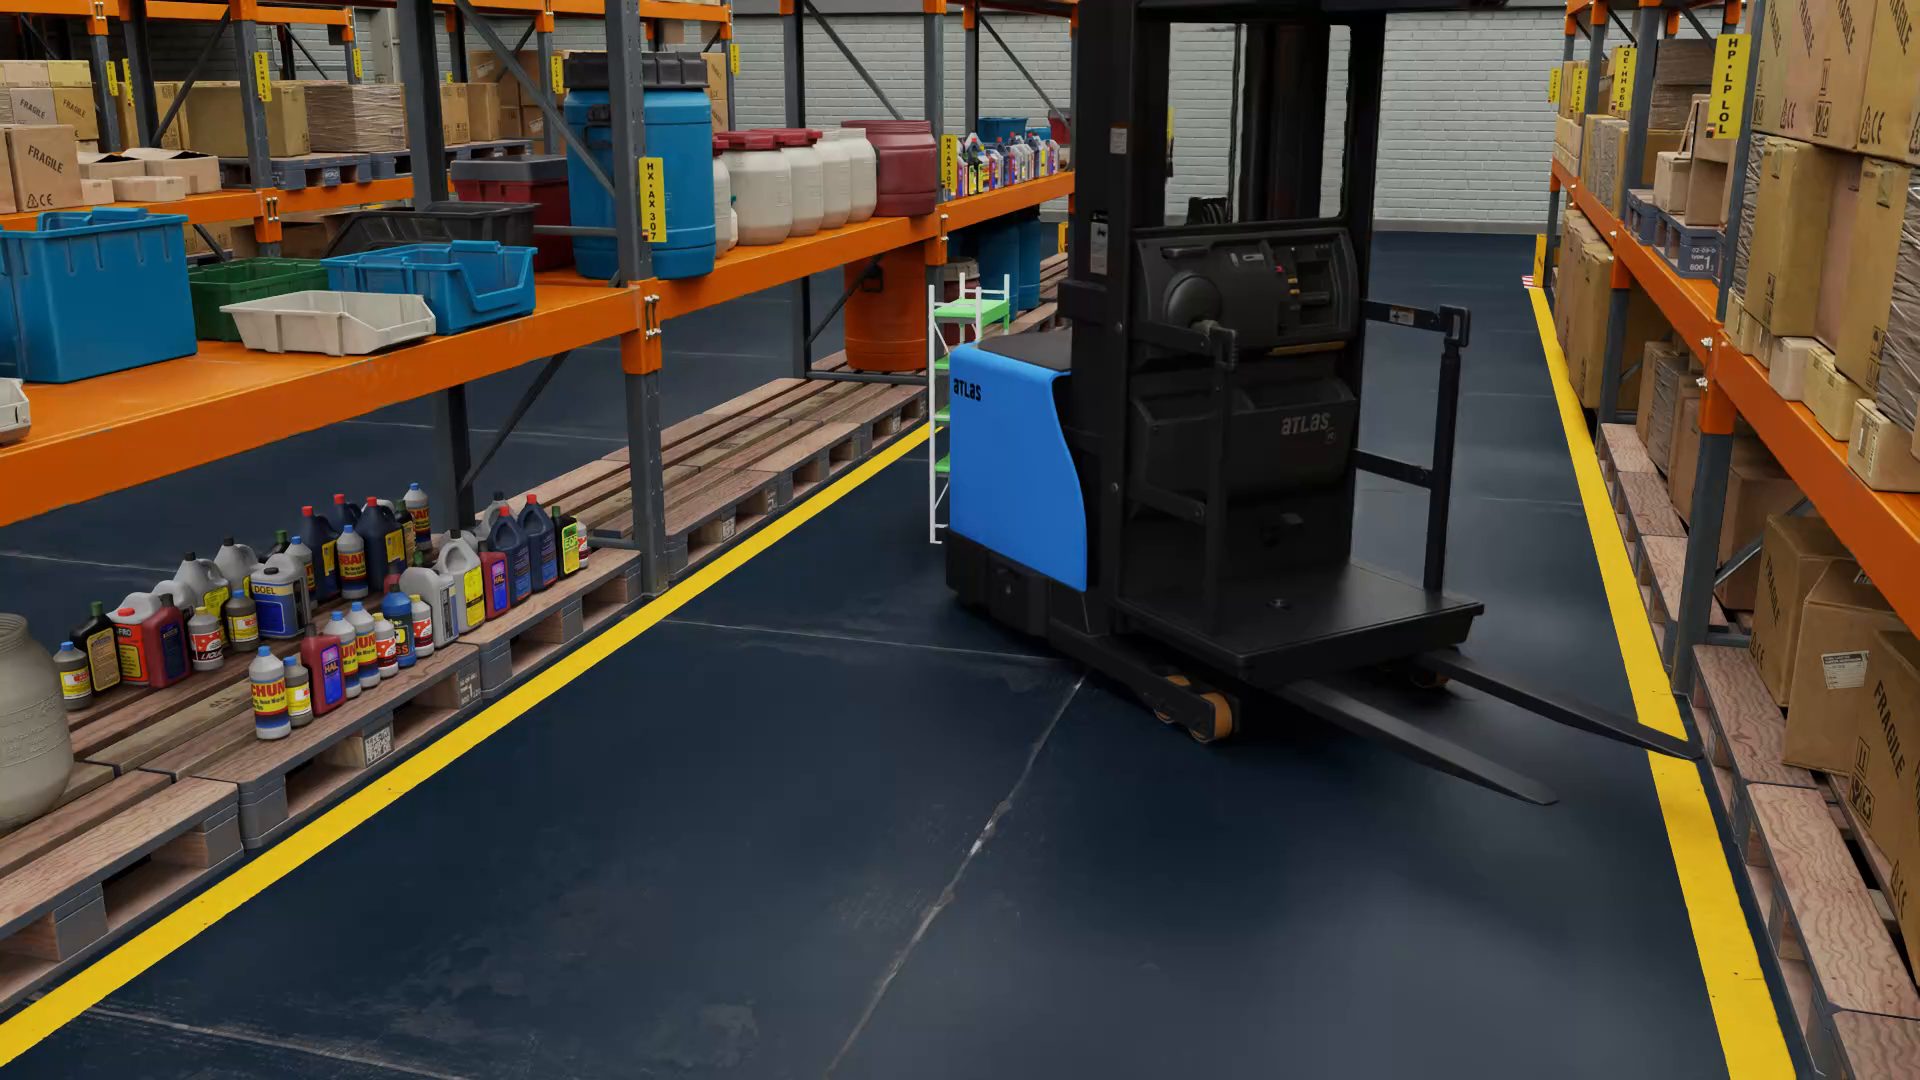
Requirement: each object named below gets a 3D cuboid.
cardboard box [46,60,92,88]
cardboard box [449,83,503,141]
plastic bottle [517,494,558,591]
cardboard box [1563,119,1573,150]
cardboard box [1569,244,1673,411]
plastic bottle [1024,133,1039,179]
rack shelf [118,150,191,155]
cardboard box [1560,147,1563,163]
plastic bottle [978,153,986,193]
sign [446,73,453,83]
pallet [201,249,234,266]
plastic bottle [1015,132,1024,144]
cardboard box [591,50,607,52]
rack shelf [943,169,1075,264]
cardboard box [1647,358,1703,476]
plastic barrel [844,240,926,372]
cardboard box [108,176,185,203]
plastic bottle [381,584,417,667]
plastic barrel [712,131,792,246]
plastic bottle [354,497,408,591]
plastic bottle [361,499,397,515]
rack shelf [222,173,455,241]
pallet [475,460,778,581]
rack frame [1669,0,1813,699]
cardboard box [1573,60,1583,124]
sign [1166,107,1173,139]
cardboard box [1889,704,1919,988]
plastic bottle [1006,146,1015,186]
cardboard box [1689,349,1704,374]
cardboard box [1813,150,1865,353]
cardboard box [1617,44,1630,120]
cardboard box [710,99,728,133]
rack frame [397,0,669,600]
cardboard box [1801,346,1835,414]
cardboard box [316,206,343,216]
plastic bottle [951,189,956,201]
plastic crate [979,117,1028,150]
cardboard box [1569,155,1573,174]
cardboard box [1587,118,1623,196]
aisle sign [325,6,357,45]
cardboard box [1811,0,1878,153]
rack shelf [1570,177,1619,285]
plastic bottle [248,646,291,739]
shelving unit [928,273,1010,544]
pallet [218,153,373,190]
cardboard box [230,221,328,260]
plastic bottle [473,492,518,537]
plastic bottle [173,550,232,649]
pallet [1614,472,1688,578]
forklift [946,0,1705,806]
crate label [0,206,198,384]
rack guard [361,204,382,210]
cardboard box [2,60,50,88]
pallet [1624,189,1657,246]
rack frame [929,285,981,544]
[{"bbox_3d":[-8.846,-4.530,16.164,0.500,0.250,0.500,5,17,17],"label":"cardboard box"},{"bbox_3d":[-4.557,-3.871,15.026,0.700,0.500,0.500,-1,16,-3],"label":"cardboard box"},{"bbox_3d":[-1.640,0.004,6.365,0.144,0.351,0.185,4,16,14],"label":"plastic bottle"},{"bbox_3d":[5.600,-3.566,14.635,0.500,0.250,0.500,4,16,15],"label":"cardboard box"},{"bbox_3d":[4.368,-1.270,9.935,1.225,0.875,0.875,4,16,13],"label":"cardboard box"},{"bbox_3d":[0.540,-3.004,13.014,0.144,0.351,0.185,5,16,16],"label":"plastic bottle"},{"bbox_3d":[-8.390,-4.288,18.767,1.077,0.370,4.000,5,16,16],"label":"rack shelf"},{"bbox_3d":[5.645,-3.480,15.061,0.380,0.149,0.250,4,16,15],"label":"cardboard box"},{"bbox_3d":[0.131,-2.566,11.616,0.097,0.271,0.097,0,16,0],"label":"plastic bottle"},{"bbox_3d":[-4.730,-4.184,15.496,0.100,0.325,0.005,5,16,16],"label":"sign"},{"bbox_3d":[-8.322,-3.282,19.013,1.003,0.211,1.213,5,16,16],"label":"pallet"},{"bbox_3d":[0.455,-3.064,13.224,0.144,0.351,0.185,5,16,16],"label":"plastic bottle"},{"bbox_3d":[-3.658,-4.493,16.157,0.500,0.500,0.500,4,16,14],"label":"cardboard box"},{"bbox_3d":[-0.028,-2.473,12.369,1.077,0.370,4.000,5,16,16],"label":"rack shelf"},{"bbox_3d":[3.836,-0.598,8.214,0.700,0.500,0.500,3,16,11],"label":"cardboard box"},{"bbox_3d":[-0.474,-1.583,11.121,0.600,0.830,0.708,5,16,16],"label":"plastic barrel"},{"bbox_3d":[-5.335,-2.303,10.913,0.380,0.149,0.250,5,16,16],"label":"cardboard box"},{"bbox_3d":[-1.872,0.279,5.542,0.097,0.271,0.097,0,16,0],"label":"plastic bottle"},{"bbox_3d":[-1.043,-1.740,8.217,0.433,0.535,0.433,0,16,0],"label":"plastic barrel"},{"bbox_3d":[-2.222,0.004,6.367,0.144,0.351,0.185,5,16,16],"label":"plastic bottle"},{"bbox_3d":[-2.310,-0.014,6.568,0.152,0.276,0.135,5,17,18],"label":"plastic bottle"},{"bbox_3d":[-4.776,-2.858,13.726,1.077,0.370,4.000,5,16,16],"label":"rack shelf"},{"bbox_3d":[-1.547,-0.116,7.852,1.003,0.211,1.213,5,16,16],"label":"pallet"},{"bbox_3d":[3.016,-0.865,5.382,1.000,3.000,0.127,5,16,16],"label":"rack frame"},{"bbox_3d":[5.310,-3.662,13.597,0.500,0.500,0.500,5,17,16],"label":"cardboard box"},{"bbox_3d":[2.209,-4.429,17.647,0.100,0.325,0.005,5,16,16],"label":"sign"},{"bbox_3d":[2.405,0.699,3.681,0.500,0.500,0.500,6,17,21],"label":"cardboard box"},{"bbox_3d":[0.365,-2.770,12.313,0.061,0.283,0.133,5,16,16],"label":"plastic bottle"},{"bbox_3d":[3.850,-0.964,8.132,0.500,0.250,0.500,7,17,22],"label":"cardboard box"},{"bbox_3d":[2.607,-0.677,3.989,0.875,0.500,0.500,5,16,16],"label":"cardboard box"},{"bbox_3d":[4.909,-3.142,11.389,0.797,0.503,0.637,5,17,16],"label":"cardboard box"},{"bbox_3d":[-2.937,-4.684,18.661,0.500,0.500,0.500,5,17,18],"label":"cardboard box"},{"bbox_3d":[-1.733,-1.249,6.736,1.000,3.000,0.127,5,16,16],"label":"rack frame"},{"bbox_3d":[2.334,-0.382,4.141,0.380,0.149,0.250,5,16,16],"label":"cardboard box"},{"bbox_3d":[-7.925,-3.965,20.124,0.700,0.500,0.500,5,16,16],"label":"cardboard box"},{"bbox_3d":[-0.077,-2.342,10.953,0.097,0.201,0.097,0,16,0],"label":"plastic bottle"},{"bbox_3d":[0.346,-3.512,14.633,0.392,0.384,0.575,5,16,16],"label":"plastic crate"},{"bbox_3d":[5.208,-3.077,13.641,0.380,0.149,0.250,4,16,15],"label":"cardboard box"},{"bbox_3d":[4.634,-2.643,11.466,0.500,0.500,0.500,4,16,15],"label":"cardboard box"},{"bbox_3d":[-7.513,-6.403,20.143,0.394,0.787,0.004,5,16,16],"label":"aisle sign"},{"bbox_3d":[2.361,-1.178,3.923,0.500,0.500,0.500,5,16,16],"label":"cardboard box"},{"bbox_3d":[4.721,-2.089,11.015,1.077,0.370,4.000,5,16,16],"label":"rack shelf"},{"bbox_3d":[-2.056,0.448,4.946,0.097,0.271,0.097,0,16,0],"label":"plastic bottle"},{"bbox_3d":[0.047,-0.621,7.818,0.258,1.200,0.503,5,16,16],"label":"shelving unit"},{"bbox_3d":[-5.219,-2.771,12.454,1.213,0.211,1.003,5,16,16],"label":"pallet"},{"bbox_3d":[-5.292,-2.329,12.942,0.500,0.250,0.500,5,17,18],"label":"cardboard box"},{"bbox_3d":[-1.778,-0.007,6.404,0.144,0.351,0.185,5,16,16],"label":"plastic bottle"},{"bbox_3d":[-2.588,0.202,5.669,0.144,0.351,0.185,5,17,18],"label":"plastic bottle"},{"bbox_3d":[3.580,-0.048,7.610,1.003,0.211,1.213,5,16,16],"label":"pallet"},{"bbox_3d":[1.113,-0.884,5.576,1.130,2.935,3.031,-9,18,-29],"label":"forklift"},{"bbox_3d":[-2.606,-0.722,4.814,0.502,0.435,0.616,5,16,16],"label":"crate label"},{"bbox_3d":[-7.815,-3.961,20.877,1.175,0.500,0.348,5,16,16],"label":"rack guard"},{"bbox_3d":[-9.000,-4.397,15.695,0.500,0.250,0.500,5,17,17],"label":"cardboard box"},{"bbox_3d":[4.052,-1.625,8.411,1.213,0.211,1.003,5,16,16],"label":"pallet"},{"bbox_3d":[-0.022,-0.557,7.593,0.240,1.200,0.015,5,16,16],"label":"rack frame"}]
